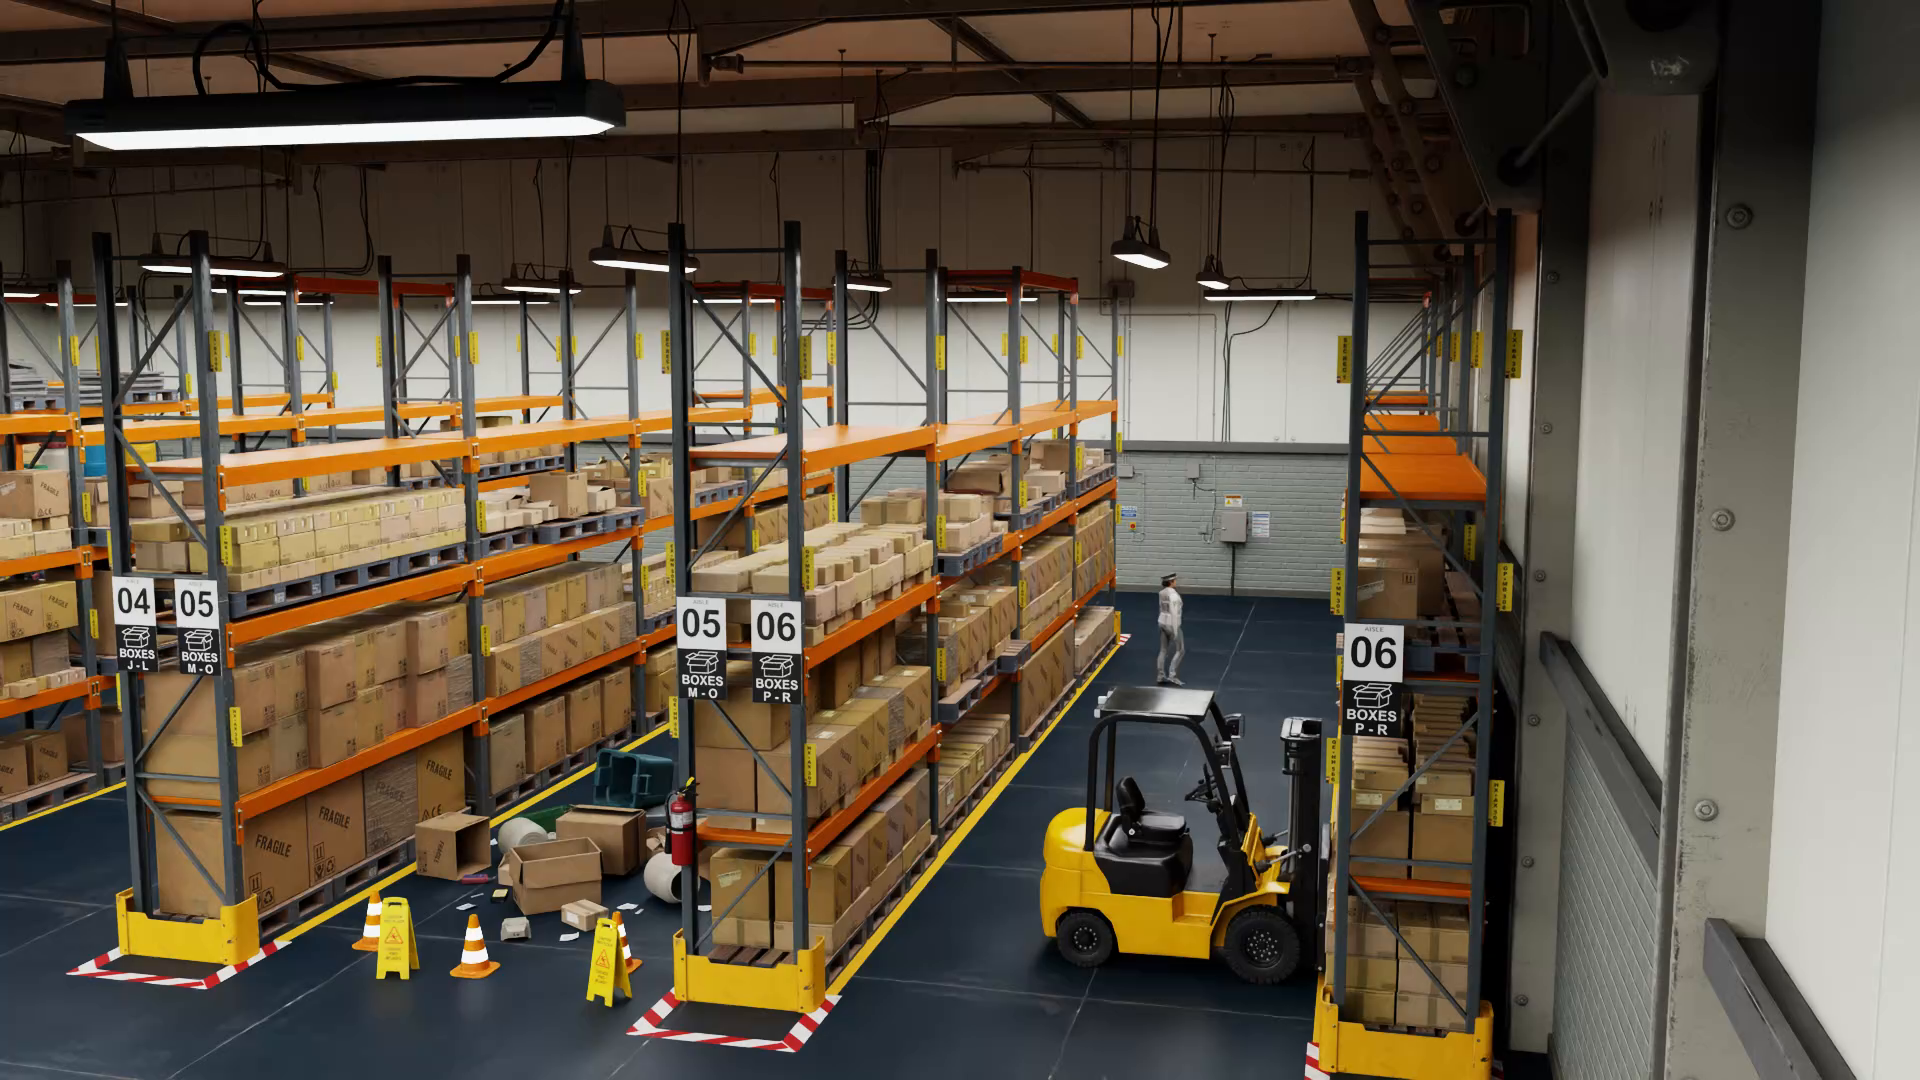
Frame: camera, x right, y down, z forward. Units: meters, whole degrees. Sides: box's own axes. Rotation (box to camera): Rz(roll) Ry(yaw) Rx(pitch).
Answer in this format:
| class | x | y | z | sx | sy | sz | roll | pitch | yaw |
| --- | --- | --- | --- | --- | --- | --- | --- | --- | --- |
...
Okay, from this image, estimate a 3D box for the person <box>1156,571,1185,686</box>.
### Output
| class | x | y | z | sx | sy | sz | roll | pitch | yaw |
| --- | --- | --- | --- | --- | --- | --- | --- | --- | --- |
| person | 3.118 | 1.320 | 24.868 | 0.402 | 1.721 | 0.555 | -3 | 8 | -27 |
